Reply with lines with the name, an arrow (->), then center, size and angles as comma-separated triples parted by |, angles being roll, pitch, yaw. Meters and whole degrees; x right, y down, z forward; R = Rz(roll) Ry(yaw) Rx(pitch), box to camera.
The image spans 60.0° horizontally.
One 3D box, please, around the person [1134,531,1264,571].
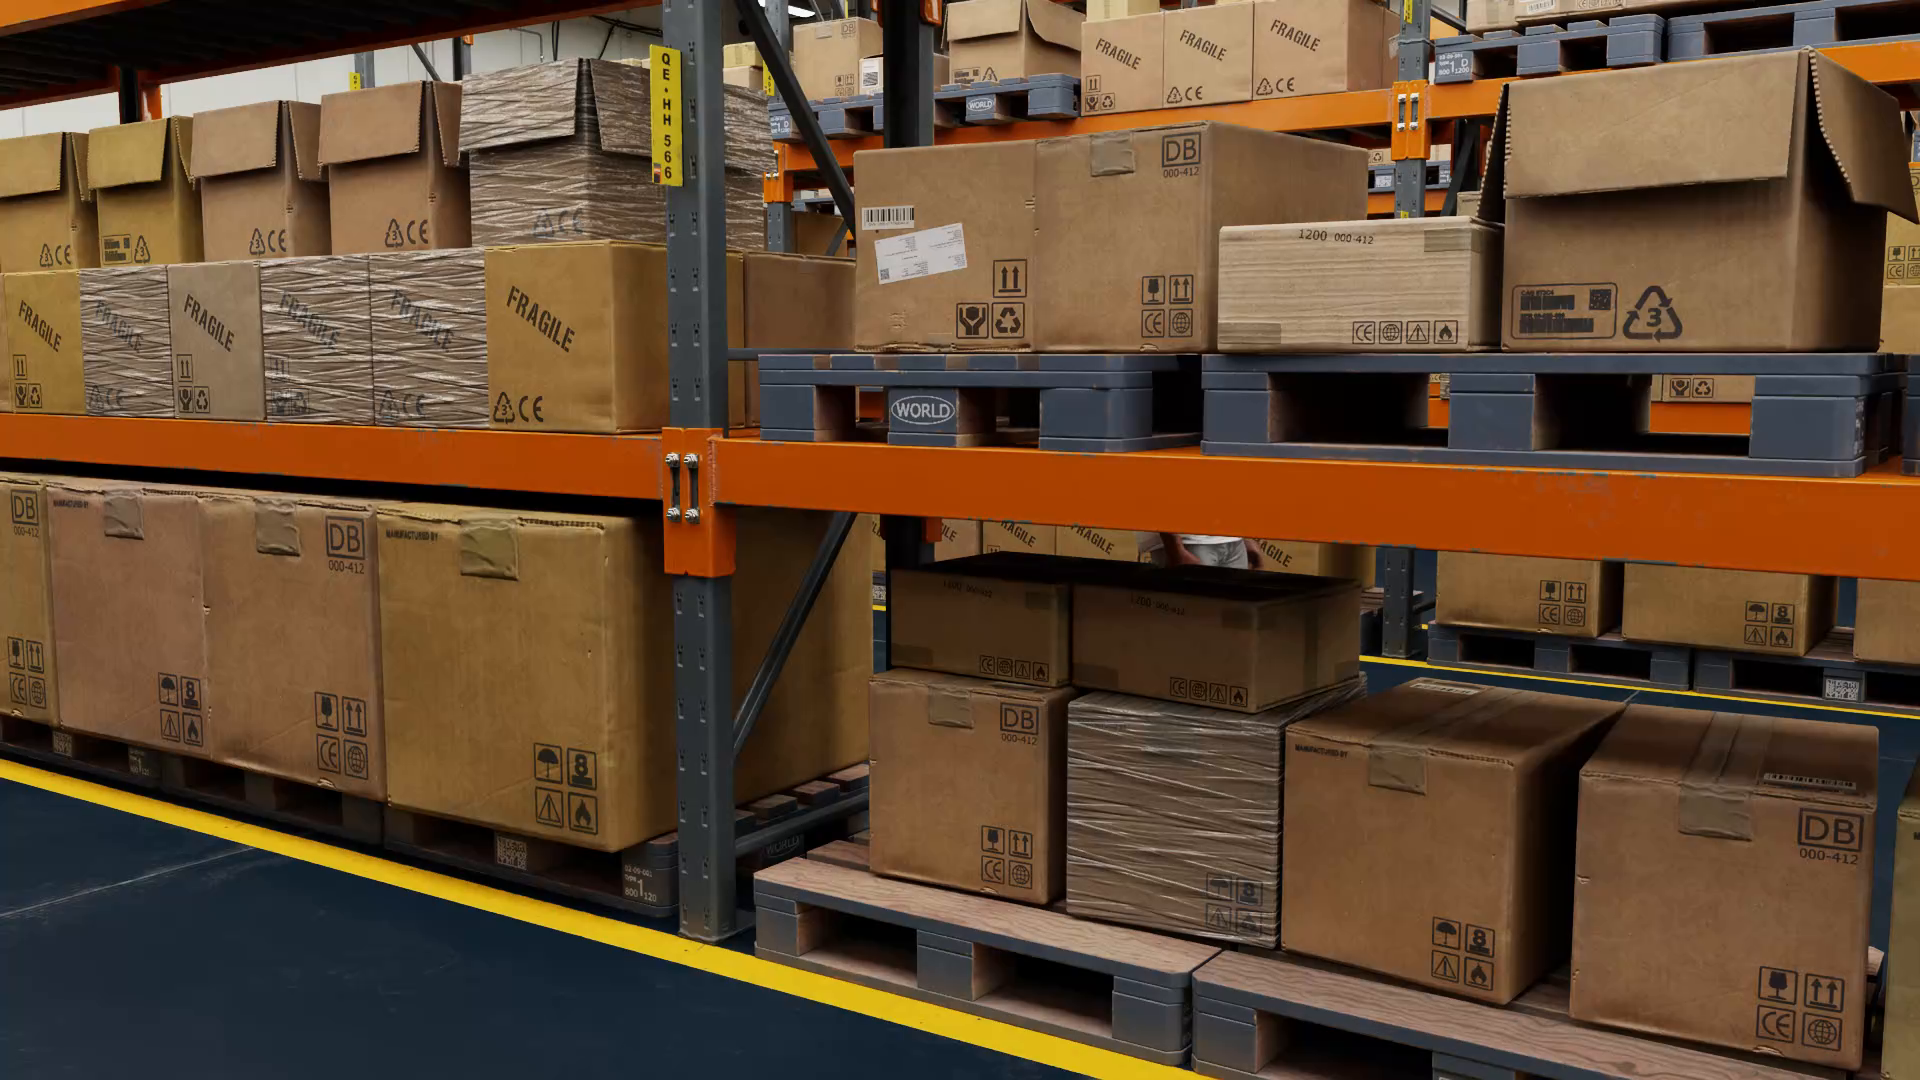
person -> 0.824, 0.021, 5.509 | 0.454, 1.761, 0.636 | 4, 8, 34
